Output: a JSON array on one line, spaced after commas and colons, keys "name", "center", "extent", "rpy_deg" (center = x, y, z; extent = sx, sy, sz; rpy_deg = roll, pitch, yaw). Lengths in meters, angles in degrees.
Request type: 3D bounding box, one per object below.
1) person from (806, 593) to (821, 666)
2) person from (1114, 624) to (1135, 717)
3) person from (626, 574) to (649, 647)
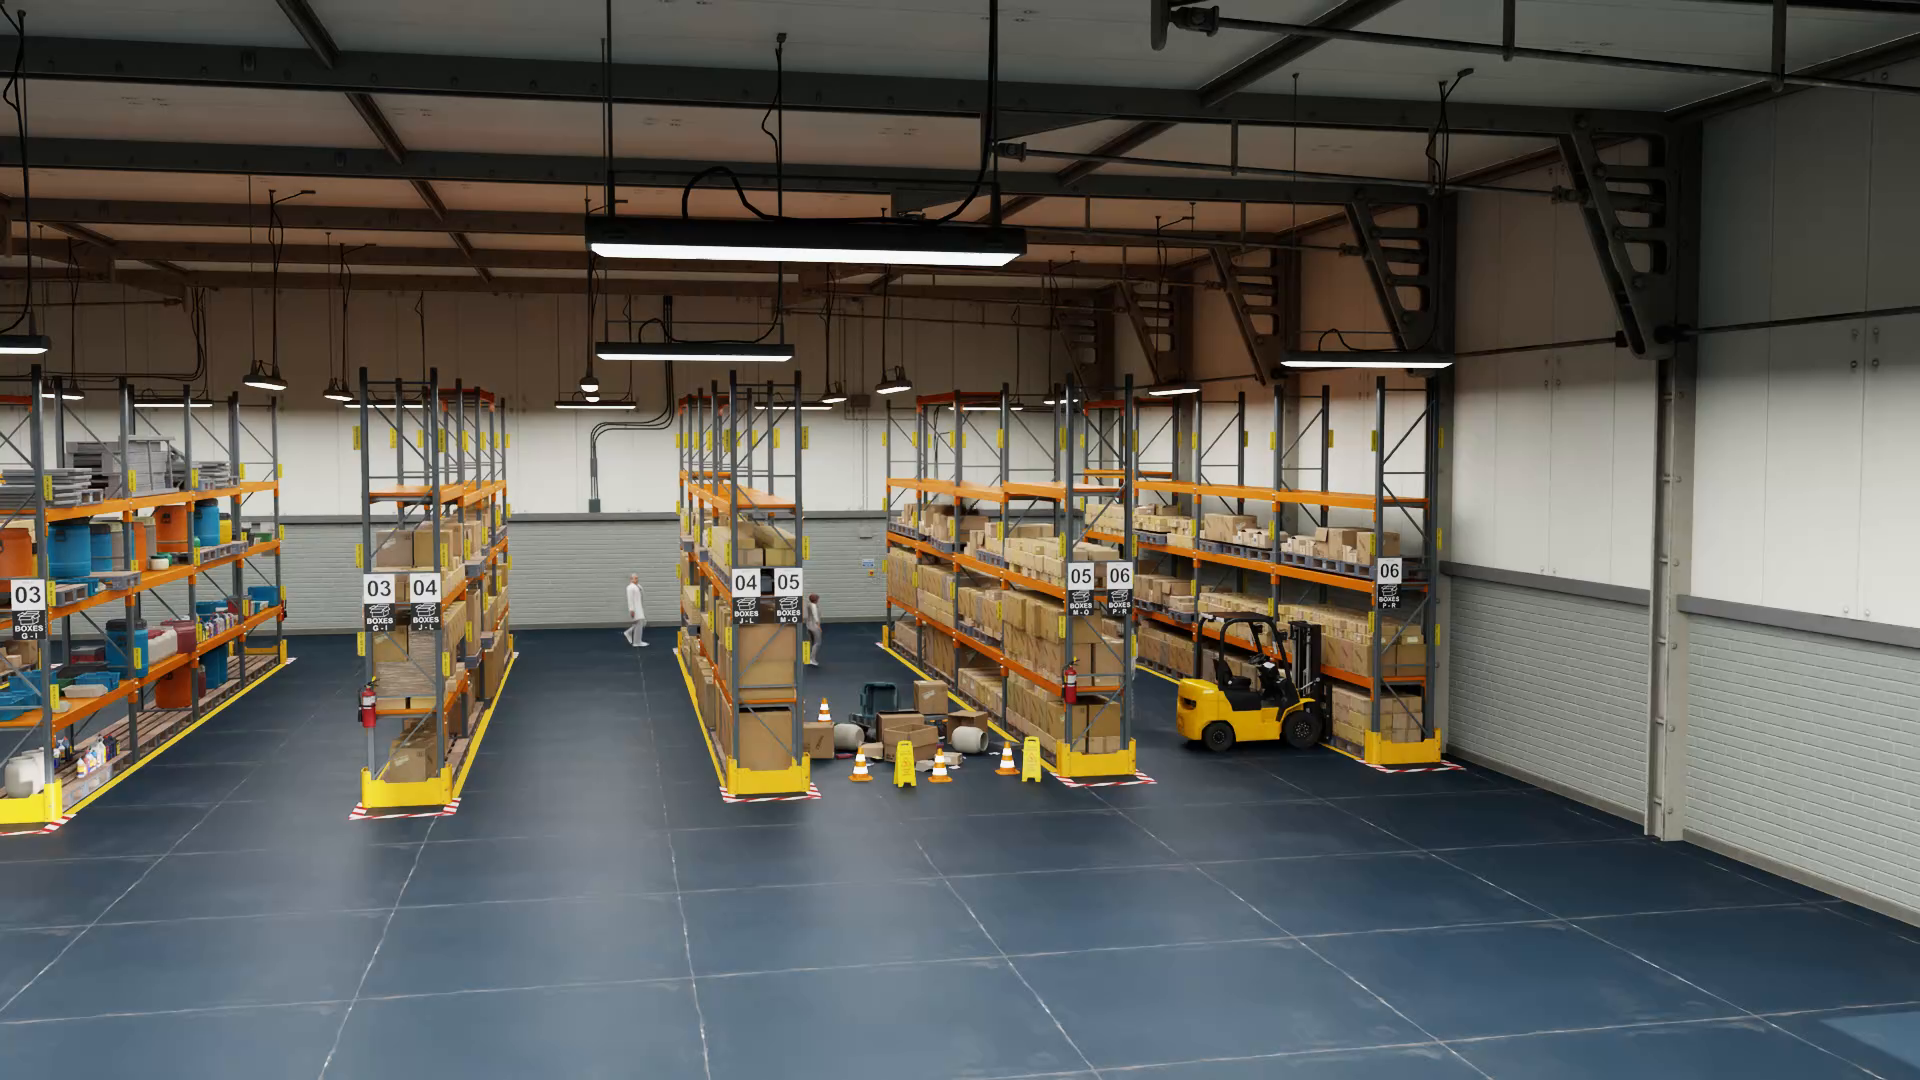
[{"name": "person", "center": [-3.270, 1.993, 37.056], "extent": [0.346, 1.614, 0.444], "rpy_deg": [-2, 4, -26]}, {"name": "person", "center": [2.882, 2.369, 30.145], "extent": [0.556, 1.677, 0.826], "rpy_deg": [-1, 4, -14]}, {"name": "person", "center": [-7.862, 1.698, 40.379], "extent": [0.559, 1.767, 0.598], "rpy_deg": [0, 3, 3]}]
